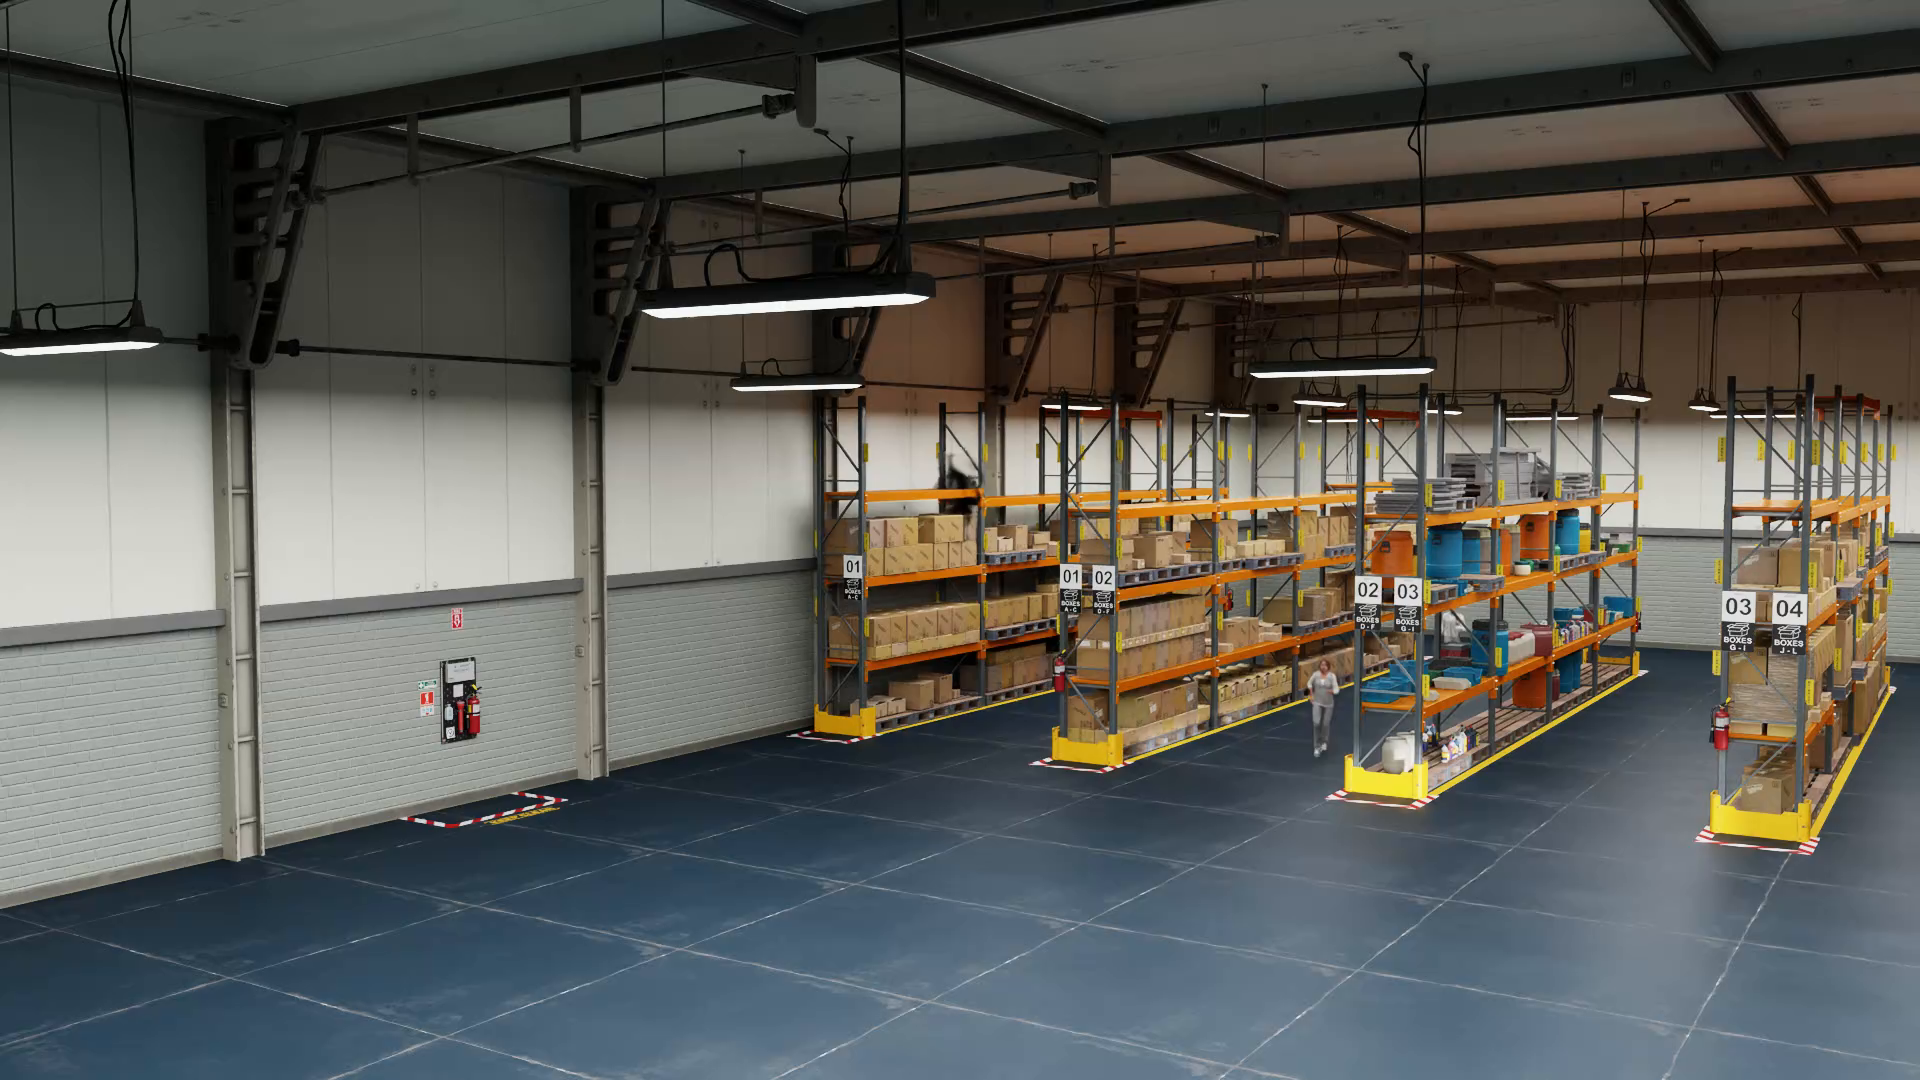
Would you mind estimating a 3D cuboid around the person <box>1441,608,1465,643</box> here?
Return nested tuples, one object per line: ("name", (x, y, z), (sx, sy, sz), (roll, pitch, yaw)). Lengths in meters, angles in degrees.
("person", (11.027, 2.209, 37.276), (0.573, 1.733, 0.812), (1, 3, 18))

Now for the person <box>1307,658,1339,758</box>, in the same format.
("person", (5.991, 2.765, 27.446), (0.519, 1.644, 0.722), (1, 3, 13))
